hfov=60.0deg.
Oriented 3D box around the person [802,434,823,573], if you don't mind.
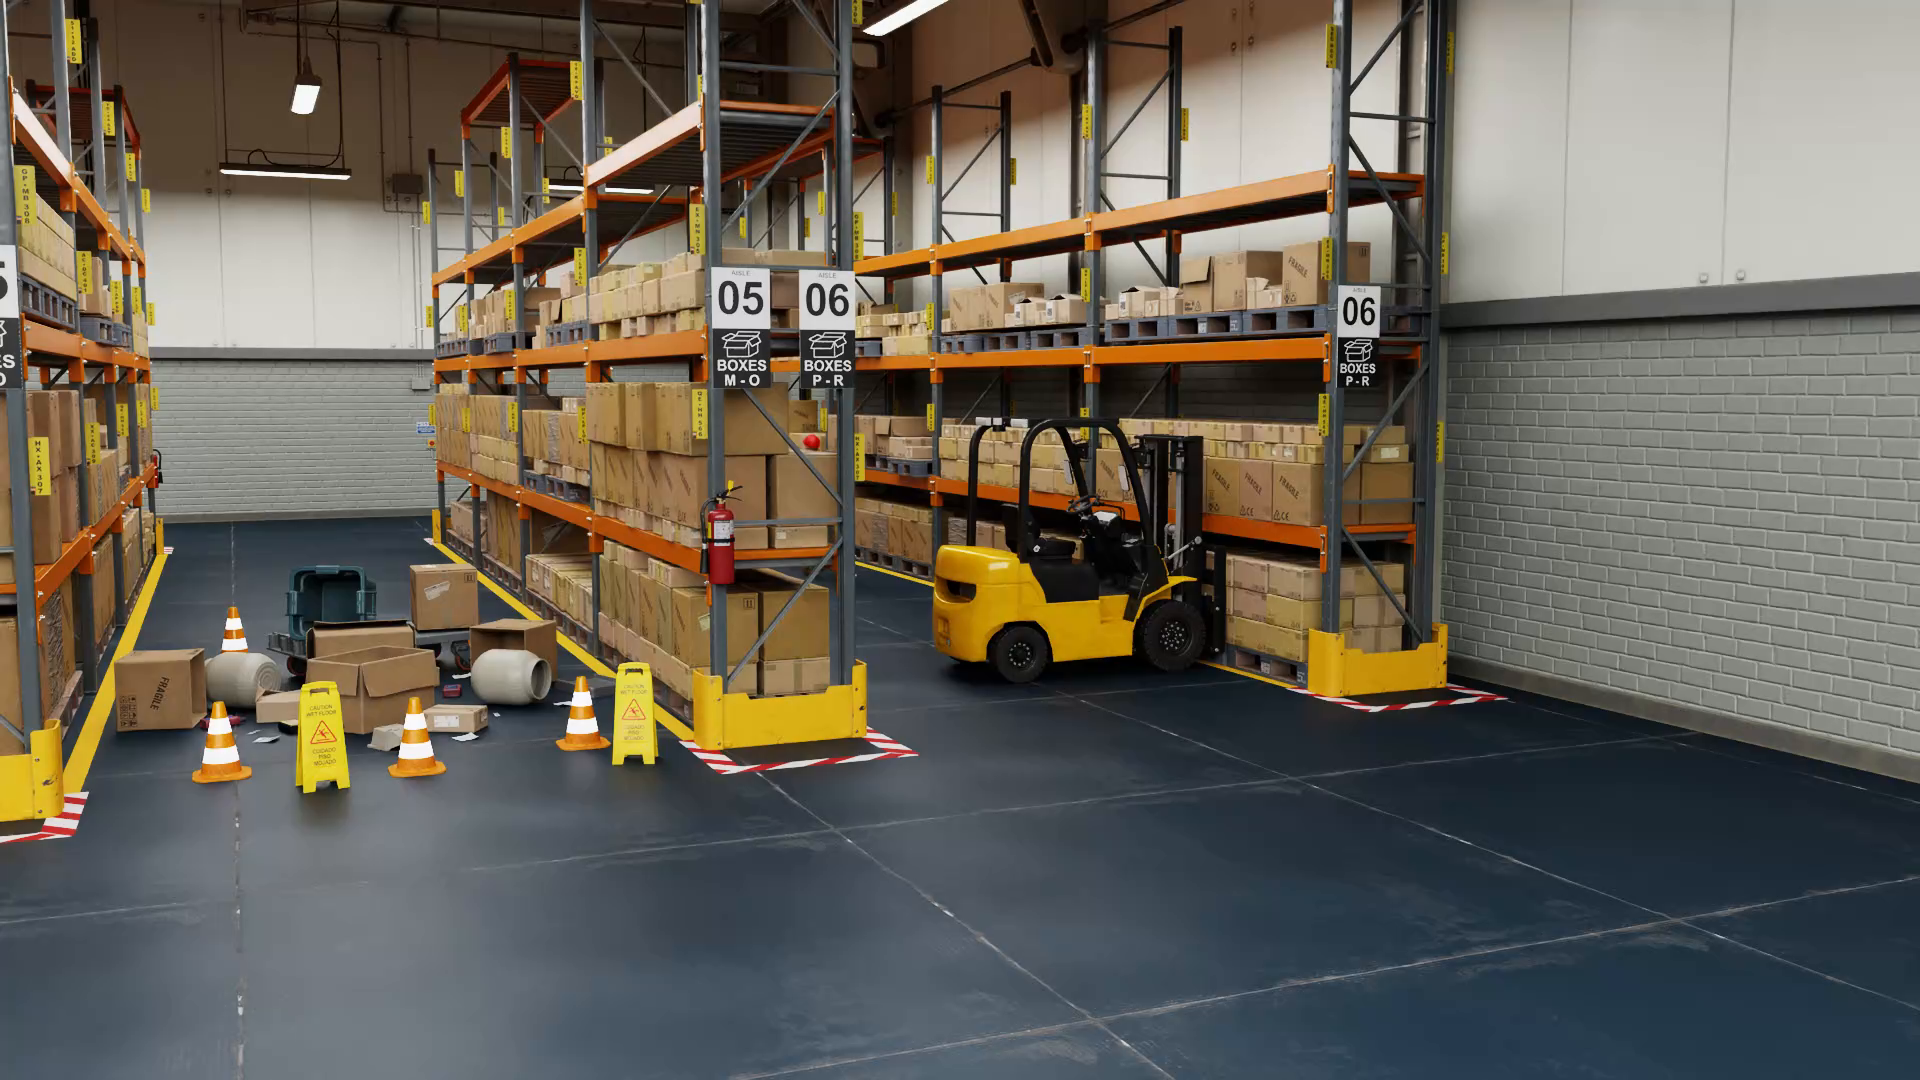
[{"bbox_3d":[-1.942,-0.463,21.420,0.583,1.810,0.477,-2,6,-24],"label":"person"}]
